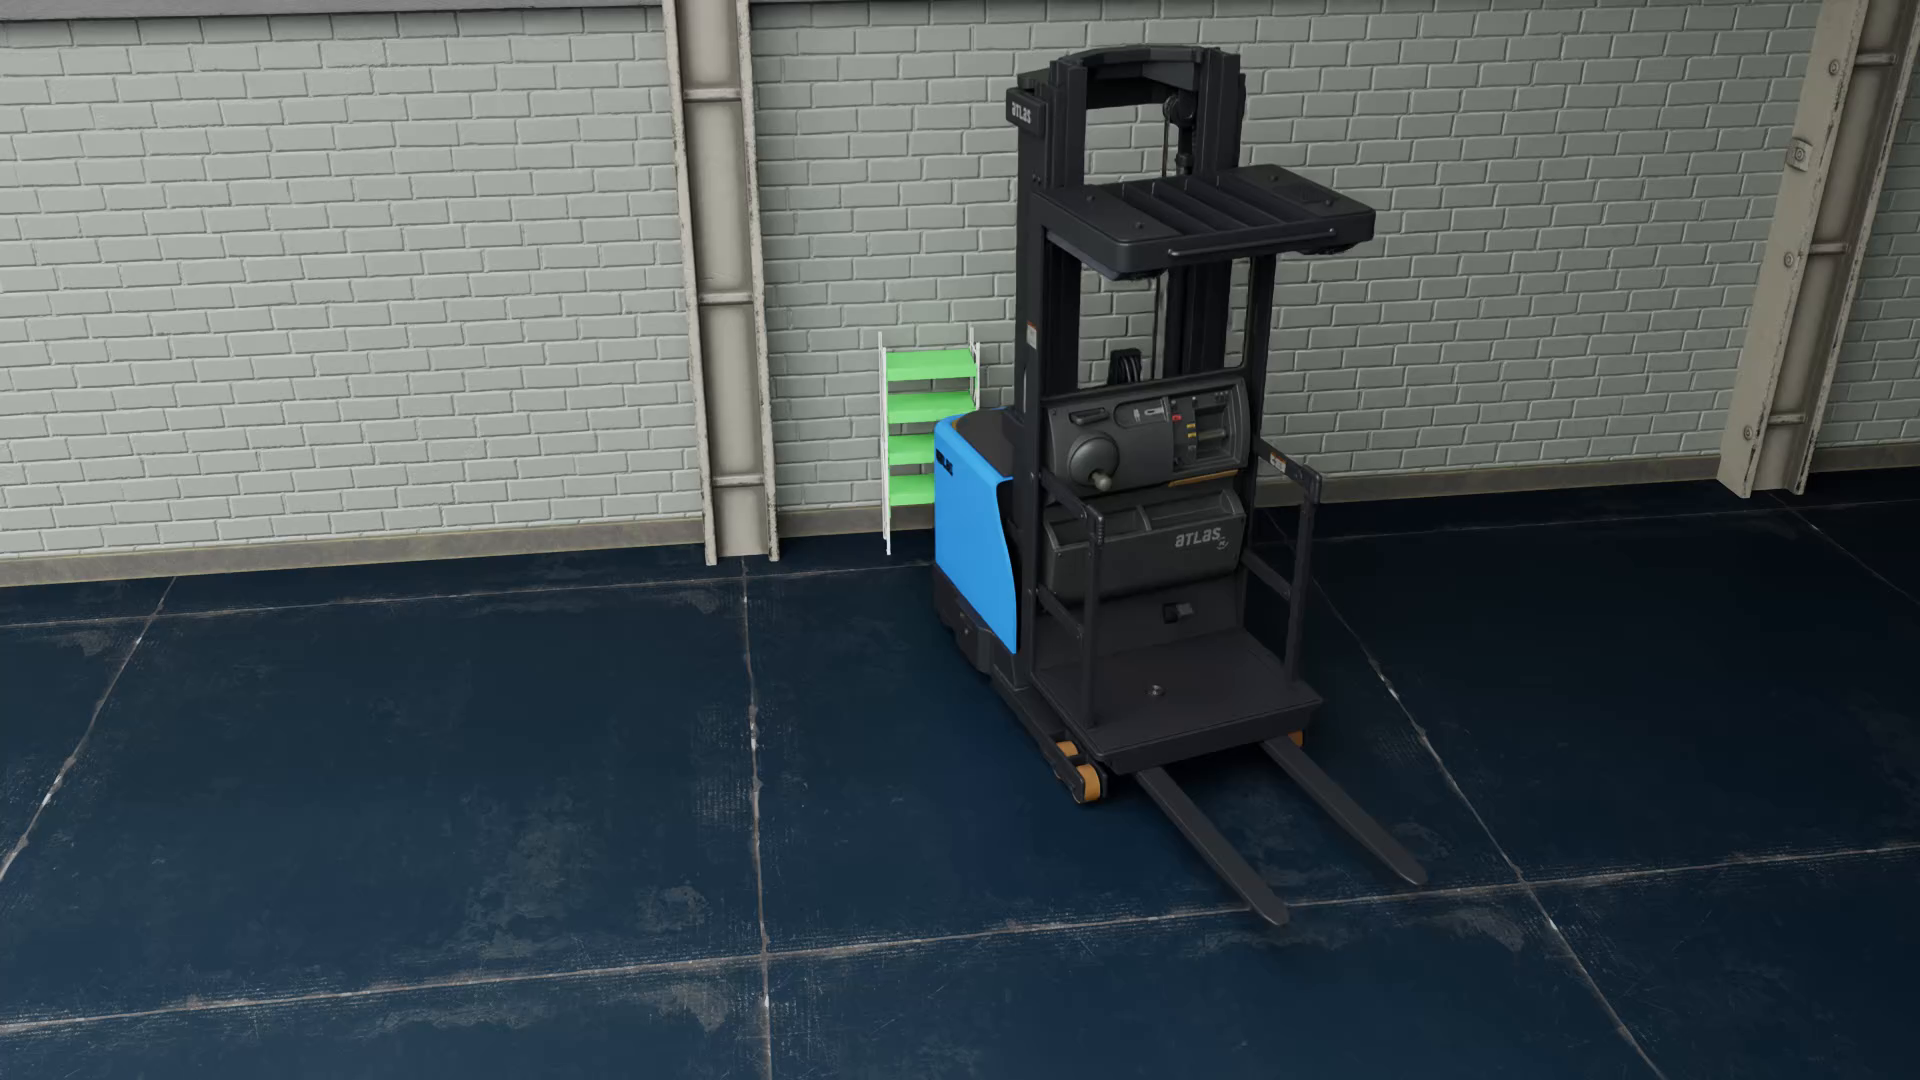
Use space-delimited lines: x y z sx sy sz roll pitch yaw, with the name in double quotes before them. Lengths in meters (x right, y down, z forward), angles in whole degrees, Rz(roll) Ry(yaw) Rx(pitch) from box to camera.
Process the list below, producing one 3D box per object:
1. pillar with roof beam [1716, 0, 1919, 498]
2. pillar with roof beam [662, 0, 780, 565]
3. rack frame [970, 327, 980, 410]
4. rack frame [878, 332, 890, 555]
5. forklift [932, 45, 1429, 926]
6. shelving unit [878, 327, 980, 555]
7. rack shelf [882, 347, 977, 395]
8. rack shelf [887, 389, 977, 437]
"pillar with roof beam" 5.346 -2.384 4.040 0.400 9.000 9.100 -4 27 -7
"pillar with roof beam" -0.595 -2.003 3.296 0.400 9.000 9.100 -4 27 -7
"rack frame" 0.078 -0.539 8.986 0.015 1.200 0.240 -4 27 -7
"rack frame" -0.406 -0.508 8.925 0.015 1.200 0.240 -4 27 -7
"forklift" 0.886 -0.404 6.827 1.130 2.935 3.031 -11 29 -20
"shelving unit" -0.164 -0.523 8.956 0.503 1.200 0.258 -4 27 -7
"rack shelf" -0.164 -0.893 8.766 0.480 0.148 0.258 -4 27 -7
"rack shelf" -0.164 -0.680 8.875 0.480 0.148 0.258 -4 27 -7
